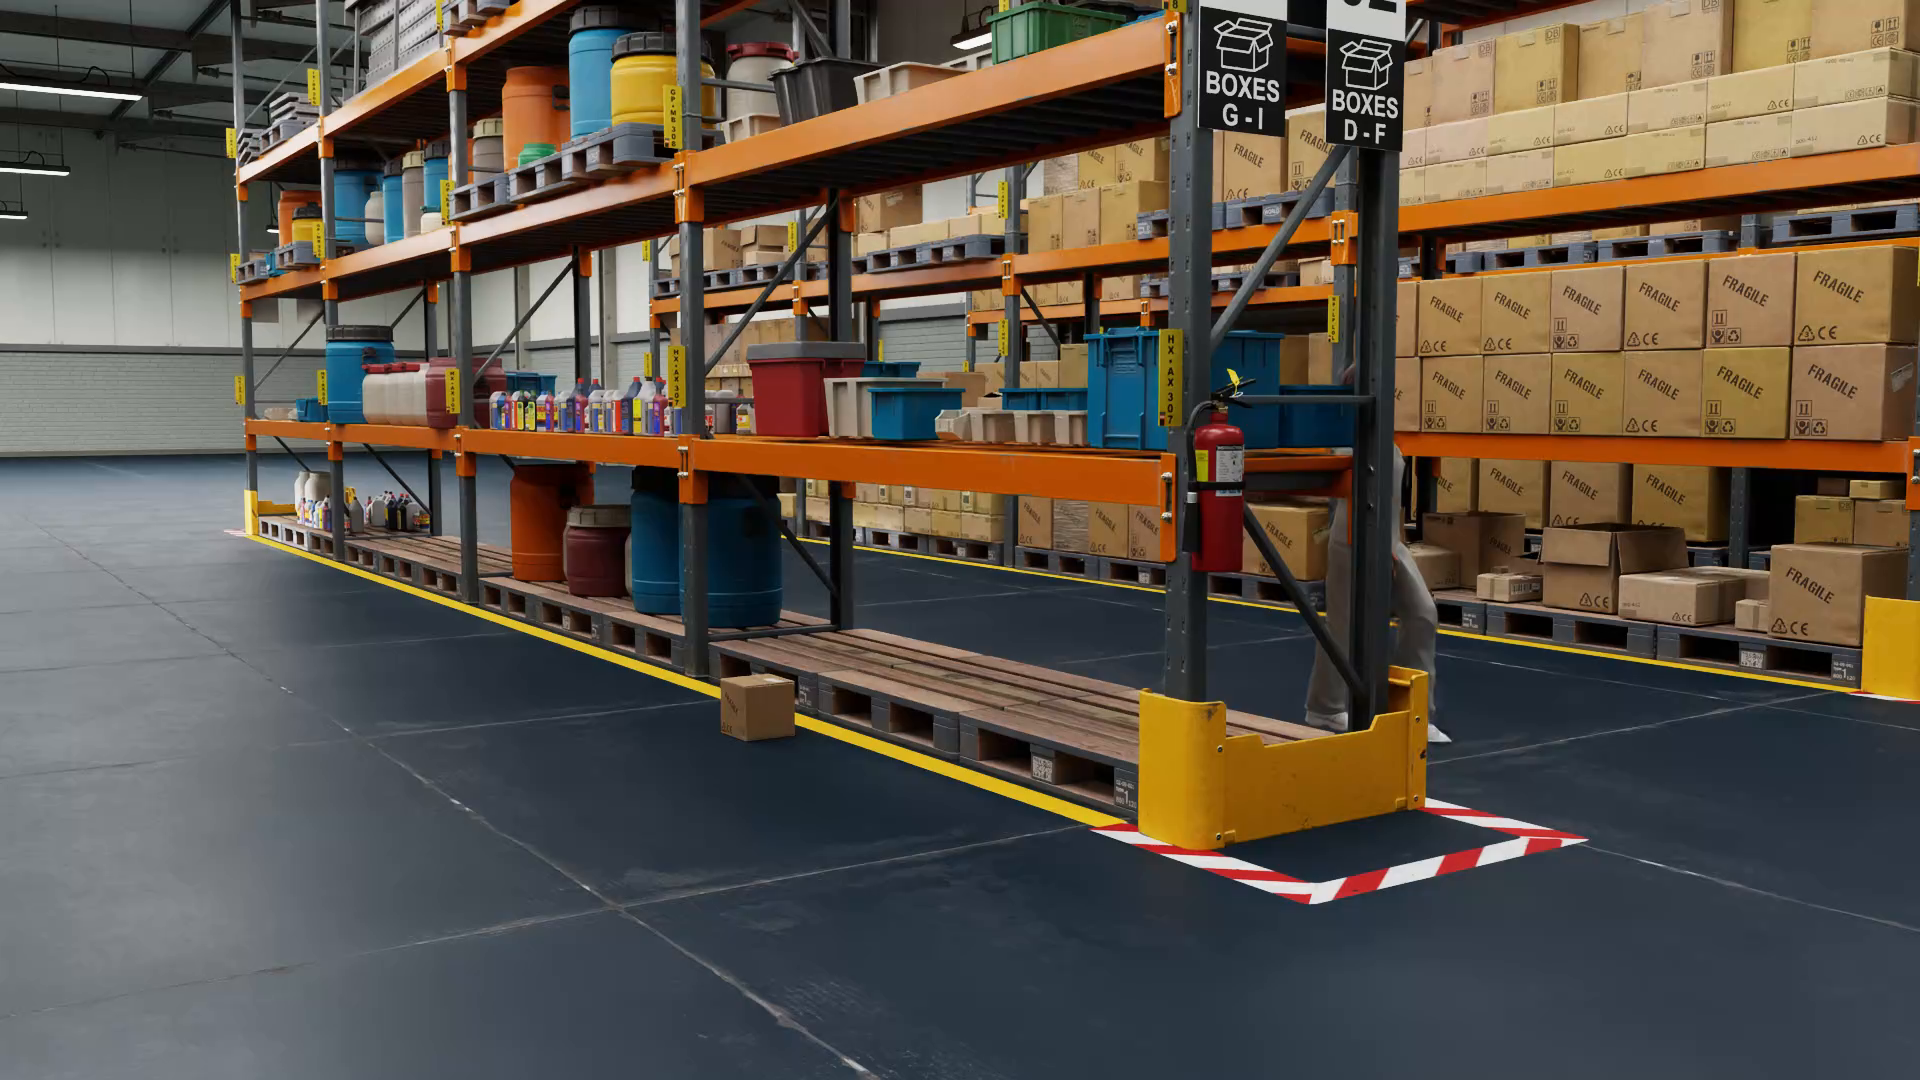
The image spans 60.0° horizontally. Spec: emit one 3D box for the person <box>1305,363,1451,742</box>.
[{"bbox_3d":[1.828,0.065,7.365,0.622,1.710,0.451,4,6,39],"label":"person"}]
